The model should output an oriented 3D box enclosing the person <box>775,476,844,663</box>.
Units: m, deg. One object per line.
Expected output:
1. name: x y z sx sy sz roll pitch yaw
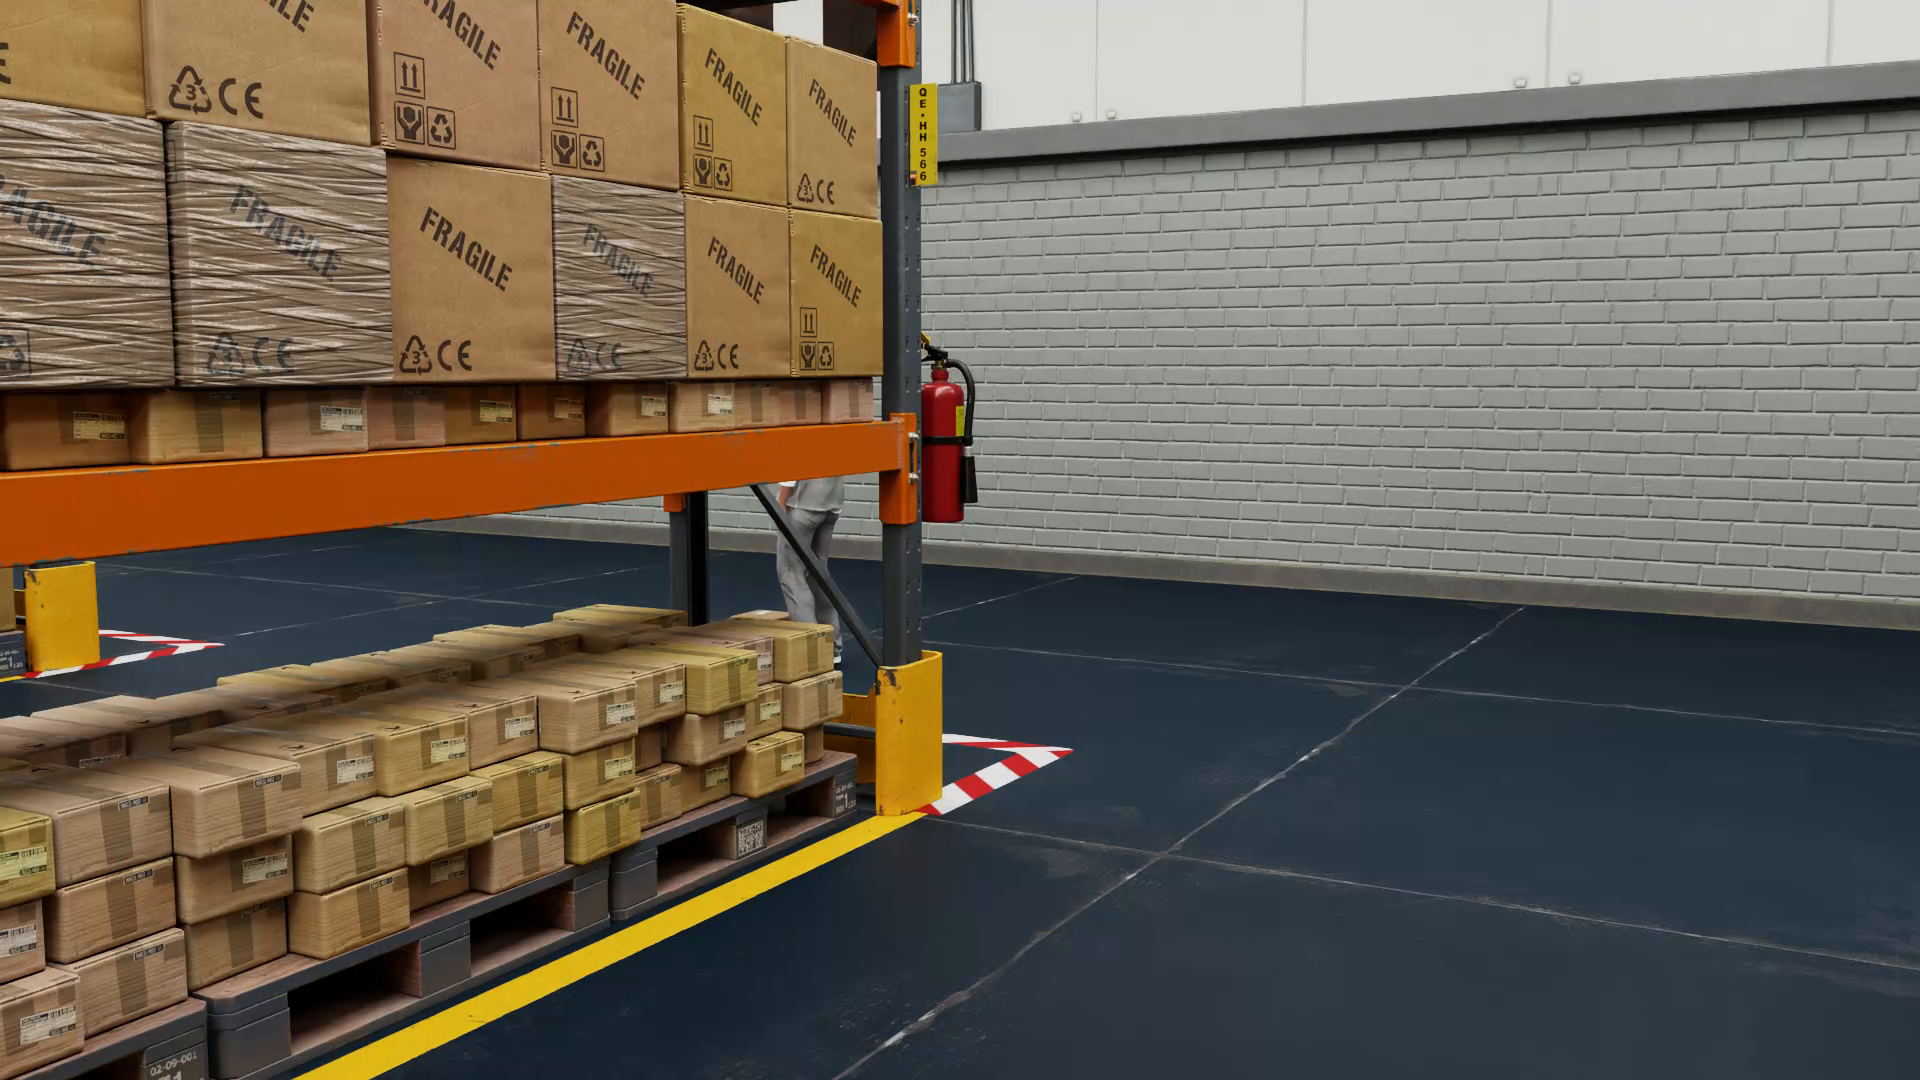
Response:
1. person: -0.746 -0.155 8.064 0.347 1.580 0.480 3 7 25
